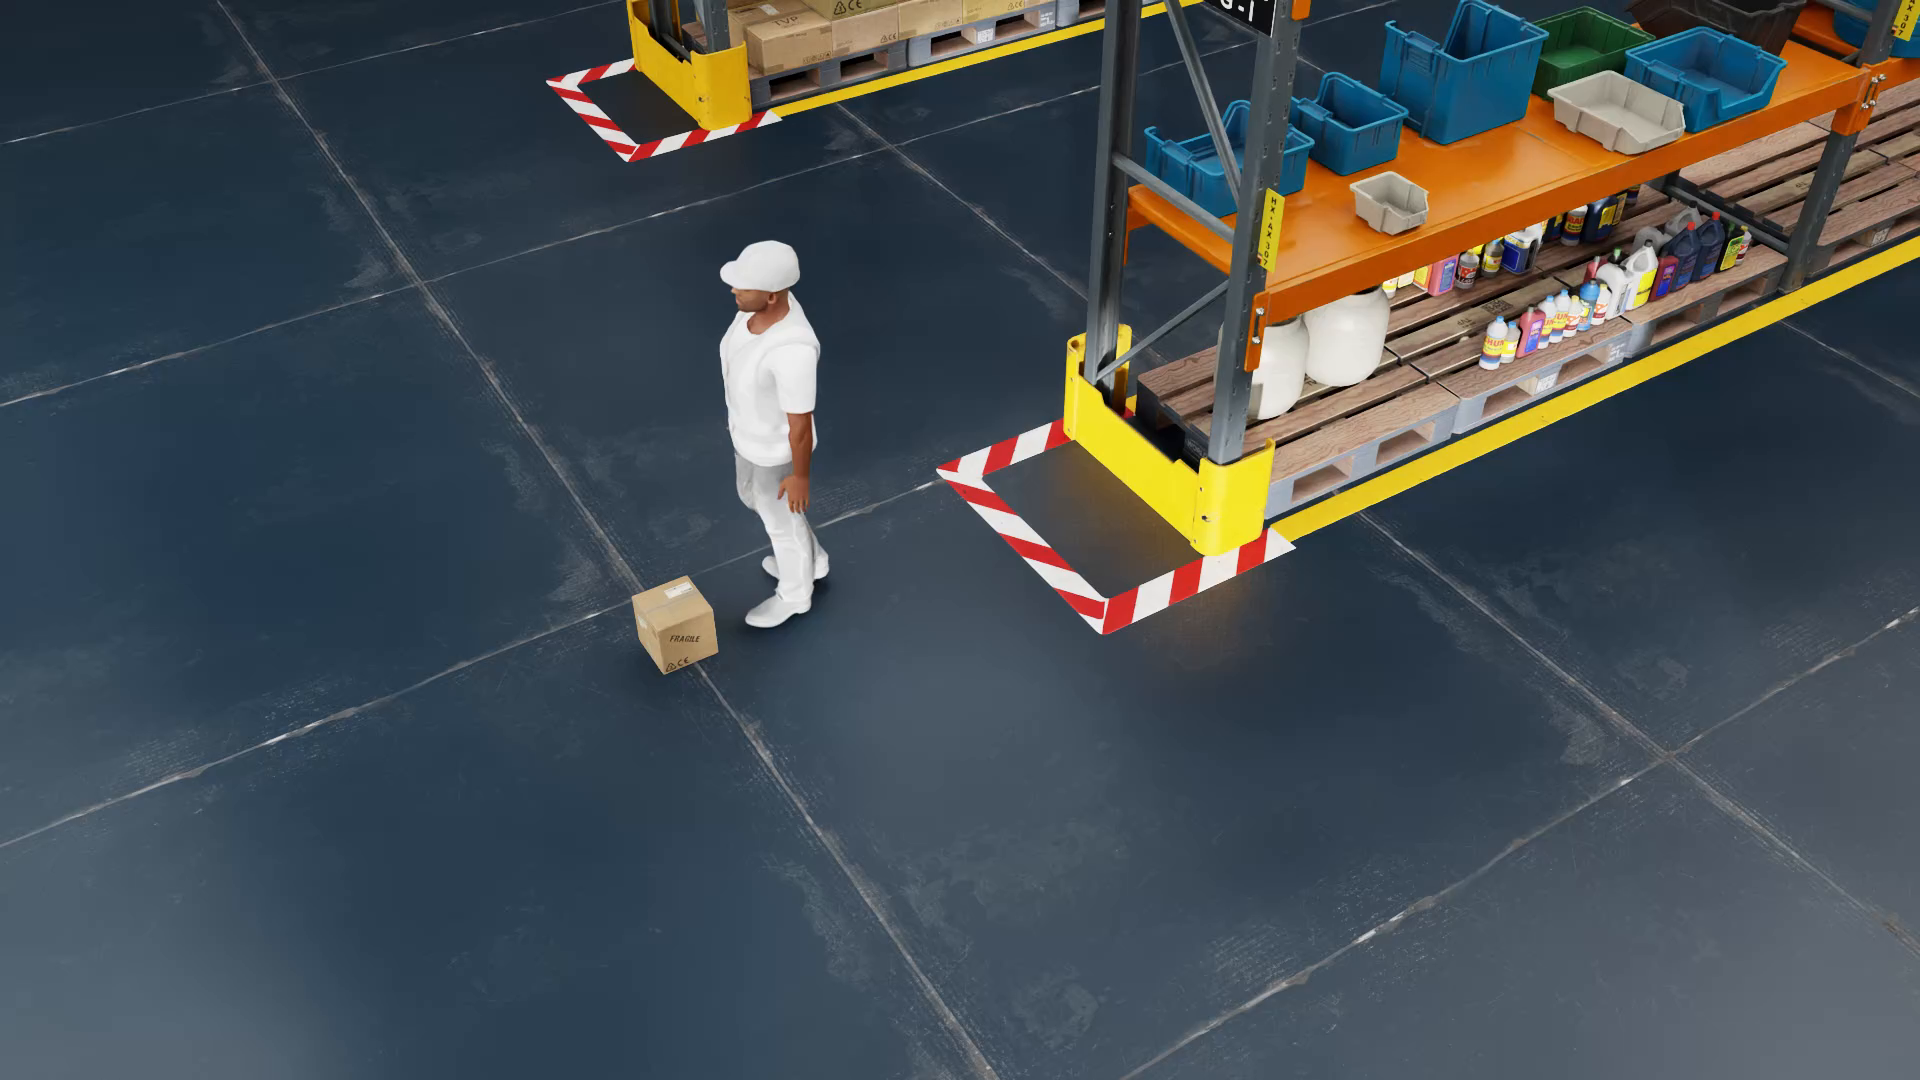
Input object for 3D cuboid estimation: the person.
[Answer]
[{"bbox_3d":[-0.739,-0.410,6.598,0.432,1.765,0.608,-14,43,-16],"label":"person"}]
